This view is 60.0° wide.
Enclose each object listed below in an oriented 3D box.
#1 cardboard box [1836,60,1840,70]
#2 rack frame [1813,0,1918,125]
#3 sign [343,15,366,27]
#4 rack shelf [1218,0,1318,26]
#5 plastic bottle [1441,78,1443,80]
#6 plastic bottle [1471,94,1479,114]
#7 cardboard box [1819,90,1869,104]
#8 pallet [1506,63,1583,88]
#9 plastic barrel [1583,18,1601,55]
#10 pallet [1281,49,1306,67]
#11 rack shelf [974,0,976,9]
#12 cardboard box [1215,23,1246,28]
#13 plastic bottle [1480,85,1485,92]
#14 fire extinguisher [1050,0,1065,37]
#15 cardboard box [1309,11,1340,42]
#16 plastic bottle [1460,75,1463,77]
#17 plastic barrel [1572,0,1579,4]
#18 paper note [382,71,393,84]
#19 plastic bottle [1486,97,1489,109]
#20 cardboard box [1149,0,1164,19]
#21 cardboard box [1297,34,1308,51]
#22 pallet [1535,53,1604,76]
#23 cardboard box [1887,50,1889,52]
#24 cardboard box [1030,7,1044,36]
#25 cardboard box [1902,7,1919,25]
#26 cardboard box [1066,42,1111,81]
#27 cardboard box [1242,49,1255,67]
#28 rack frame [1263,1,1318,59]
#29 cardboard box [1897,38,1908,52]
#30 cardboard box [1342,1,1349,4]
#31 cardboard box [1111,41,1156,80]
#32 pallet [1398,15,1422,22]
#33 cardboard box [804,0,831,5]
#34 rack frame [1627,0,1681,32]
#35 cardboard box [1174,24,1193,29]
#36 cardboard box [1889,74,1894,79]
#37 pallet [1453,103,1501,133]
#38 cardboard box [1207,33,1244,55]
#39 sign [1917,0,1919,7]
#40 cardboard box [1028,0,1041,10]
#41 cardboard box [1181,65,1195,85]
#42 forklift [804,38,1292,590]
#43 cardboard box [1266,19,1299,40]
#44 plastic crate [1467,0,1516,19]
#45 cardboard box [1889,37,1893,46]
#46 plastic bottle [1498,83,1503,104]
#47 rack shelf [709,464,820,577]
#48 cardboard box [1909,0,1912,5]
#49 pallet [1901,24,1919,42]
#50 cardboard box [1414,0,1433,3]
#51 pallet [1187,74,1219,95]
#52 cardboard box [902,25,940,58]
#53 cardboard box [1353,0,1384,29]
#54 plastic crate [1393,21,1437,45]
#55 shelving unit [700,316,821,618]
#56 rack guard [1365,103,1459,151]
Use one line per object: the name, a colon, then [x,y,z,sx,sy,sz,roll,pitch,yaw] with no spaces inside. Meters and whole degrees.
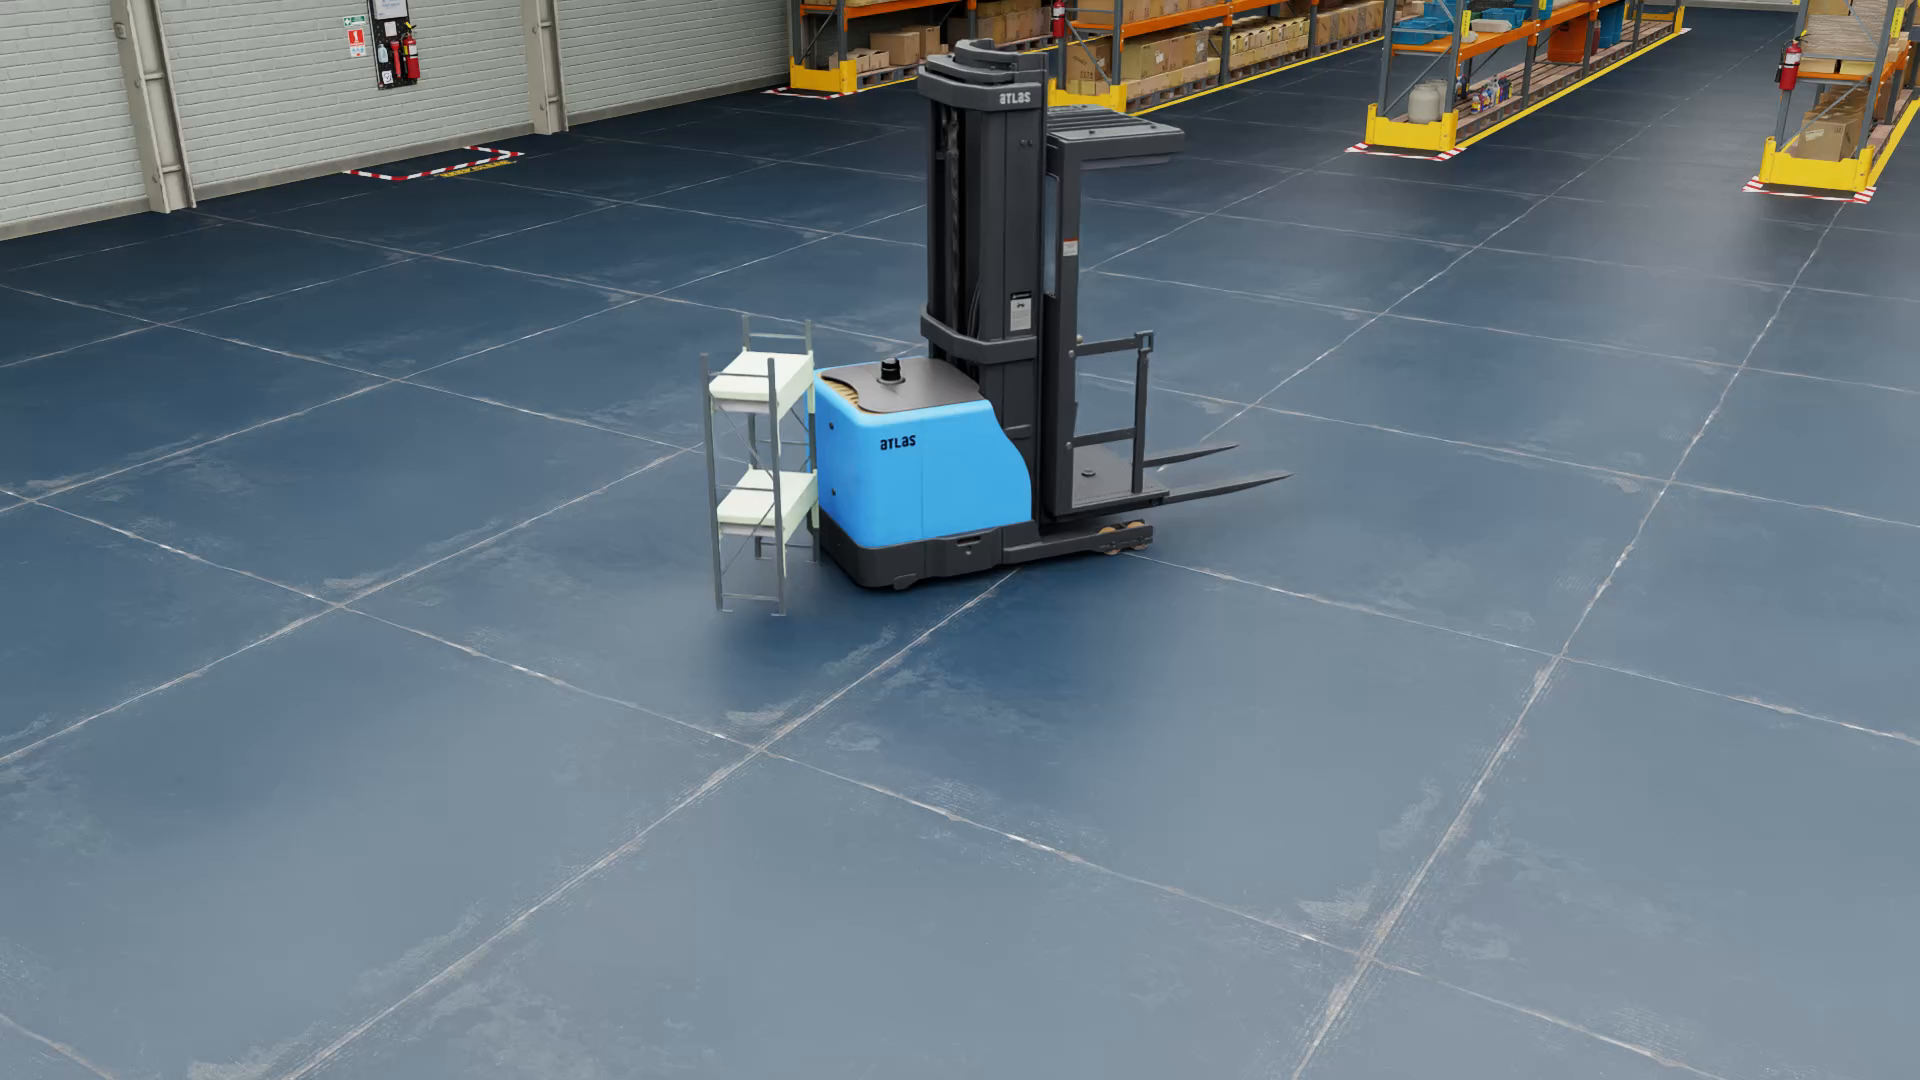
cardboard box: [10.440,-5.789,20.164,0.380,0.149,0.250,14,27,29]
rack frame: [12.443,-7.031,22.716,1.000,3.000,0.127,14,27,29]
sign: [-7.528,-6.456,20.675,0.001,0.109,0.331,14,27,29]
rack shelf: [5.084,-9.453,29.216,1.077,0.370,4.000,14,27,29]
plastic bottle: [7.133,-6.663,24.645,0.144,0.351,0.185,14,27,29]
plastic bottle: [7.346,-6.215,23.712,0.097,0.271,0.097,0,23,0]
cardboard box: [11.902,-5.755,22.386,0.500,0.500,0.500,-18,29,-36]
pallet: [9.903,-7.886,28.201,1.003,0.211,1.213,14,27,29]
plastic barrel: [11.184,-9.055,29.898,0.600,0.588,0.708,14,27,29]
pallet: [5.671,-8.909,30.564,1.003,0.211,1.213,14,27,29]
rack shelf: [0.873,-10.490,31.611,1.077,0.370,4.000,14,27,29]
cardboard box: [4.801,-9.007,29.507,0.500,0.311,0.500,13,27,28]
plastic bottle: [7.689,-6.541,24.449,0.061,0.283,0.133,14,27,29]
fire extinguisher: [1.462,-7.780,24.544,0.296,0.674,0.183,14,27,29]
cardboard box: [6.893,-9.785,31.669,0.500,0.500,0.500,13,27,27]
plastic bottle: [7.694,-7.003,25.532,0.097,0.271,0.097,0,23,0]
plastic barrel: [9.984,-9.078,27.304,0.421,0.512,0.421,0,23,0]
paper note: [-7.310,-5.912,21.239,0.016,0.148,0.142,14,27,29]
plastic bottle: [7.632,-6.366,24.148,0.097,0.201,0.097,0,23,0]
cardboard box: [2.716,-8.304,25.529,0.700,0.500,0.500,14,27,29]
cardboard box: [6.068,-9.160,30.567,0.500,0.250,0.500,15,27,30]
pallet: [10.725,-8.414,29.421,1.003,0.211,1.213,14,27,29]
cardboard box: [11.339,-6.035,20.732,0.380,0.149,0.250,14,27,29]
cardboard box: [1.222,-10.146,32.505,0.700,0.500,0.500,14,27,29]
cardboard box: [12.981,-7.738,23.065,1.000,1.000,1.000,14,27,29]
cardboard box: [1.949,-7.277,25.271,0.500,0.500,0.500,14,27,29]
cardboard box: [4.723,-8.296,28.569,0.500,0.250,0.500,15,27,30]
rack frame: [6.139,-10.458,30.633,1.000,3.000,0.127,14,27,29]
cardboard box: [12.219,-6.520,21.851,0.380,0.149,0.250,14,27,29]
cardboard box: [7.514,-10.569,33.480,0.500,0.500,0.500,14,27,30]
cardboard box: [2.653,-7.337,25.410,0.500,0.500,0.500,14,27,29]
pallet: [9.254,-11.174,35.795,1.003,0.211,1.213,14,27,29]
cardboard box: [-2.210,-8.934,27.275,0.500,0.250,0.500,14,27,30]
rack frame: [14.565,-12.119,34.469,1.000,3.000,0.127,14,27,29]
cardboard box: [3.518,-8.292,27.618,0.500,0.500,0.500,14,27,29]
cardboard box: [13.052,-6.446,23.956,0.700,0.500,0.500,14,27,29]
pallet: [7.202,-6.158,24.209,1.003,0.211,1.213,14,27,29]
cardboard box: [4.458,-8.384,28.067,0.500,0.311,0.500,14,27,29]
sign: [12.908,-7.317,22.287,0.100,0.325,0.005,14,27,29]
cardboard box: [1.239,-10.461,32.287,0.500,0.250,0.500,14,27,30]
cardboard box: [3.446,-7.498,26.728,0.500,0.250,0.500,14,27,29]
forklift: [0.617,-1.434,9.874,3.031,2.935,1.130,-10,25,-22]
cardboard box: [5.803,-9.241,30.048,0.500,0.311,0.500,13,27,28]
plastic crate: [7.851,-7.890,24.779,0.767,0.338,0.504,14,27,29]
cardboard box: [11.382,-6.563,21.135,0.875,0.500,0.500,14,27,29]
plastic bottle: [7.988,-6.618,24.627,0.061,0.283,0.133,16,28,32]
rack shelf: [-1.098,-0.118,9.455,0.431,0.370,0.720,4,24,10]
cardboard box: [11.645,-6.957,20.786,0.500,0.500,0.500,14,27,29]
pallet: [12.969,-7.170,23.279,1.003,0.211,1.213,14,27,29]
cardboard box: [10.281,-11.978,36.736,0.500,0.500,0.500,14,27,29]
pallet: [3.574,-7.569,27.468,1.003,0.211,1.213,14,27,29]
cardboard box: [-0.695,-8.841,29.490,0.500,0.500,0.500,12,26,25]
cardboard box: [8.232,-10.636,33.637,0.500,0.500,0.500,14,27,29]
plastic crate: [6.135,-6.882,22.559,0.499,0.251,0.616,14,27,29]
shelving unit: [-1.098,-0.417,9.325,0.431,1.500,0.755,4,24,10]
rack guard: [6.125,-5.607,22.573,1.175,0.500,0.348,14,27,29]
